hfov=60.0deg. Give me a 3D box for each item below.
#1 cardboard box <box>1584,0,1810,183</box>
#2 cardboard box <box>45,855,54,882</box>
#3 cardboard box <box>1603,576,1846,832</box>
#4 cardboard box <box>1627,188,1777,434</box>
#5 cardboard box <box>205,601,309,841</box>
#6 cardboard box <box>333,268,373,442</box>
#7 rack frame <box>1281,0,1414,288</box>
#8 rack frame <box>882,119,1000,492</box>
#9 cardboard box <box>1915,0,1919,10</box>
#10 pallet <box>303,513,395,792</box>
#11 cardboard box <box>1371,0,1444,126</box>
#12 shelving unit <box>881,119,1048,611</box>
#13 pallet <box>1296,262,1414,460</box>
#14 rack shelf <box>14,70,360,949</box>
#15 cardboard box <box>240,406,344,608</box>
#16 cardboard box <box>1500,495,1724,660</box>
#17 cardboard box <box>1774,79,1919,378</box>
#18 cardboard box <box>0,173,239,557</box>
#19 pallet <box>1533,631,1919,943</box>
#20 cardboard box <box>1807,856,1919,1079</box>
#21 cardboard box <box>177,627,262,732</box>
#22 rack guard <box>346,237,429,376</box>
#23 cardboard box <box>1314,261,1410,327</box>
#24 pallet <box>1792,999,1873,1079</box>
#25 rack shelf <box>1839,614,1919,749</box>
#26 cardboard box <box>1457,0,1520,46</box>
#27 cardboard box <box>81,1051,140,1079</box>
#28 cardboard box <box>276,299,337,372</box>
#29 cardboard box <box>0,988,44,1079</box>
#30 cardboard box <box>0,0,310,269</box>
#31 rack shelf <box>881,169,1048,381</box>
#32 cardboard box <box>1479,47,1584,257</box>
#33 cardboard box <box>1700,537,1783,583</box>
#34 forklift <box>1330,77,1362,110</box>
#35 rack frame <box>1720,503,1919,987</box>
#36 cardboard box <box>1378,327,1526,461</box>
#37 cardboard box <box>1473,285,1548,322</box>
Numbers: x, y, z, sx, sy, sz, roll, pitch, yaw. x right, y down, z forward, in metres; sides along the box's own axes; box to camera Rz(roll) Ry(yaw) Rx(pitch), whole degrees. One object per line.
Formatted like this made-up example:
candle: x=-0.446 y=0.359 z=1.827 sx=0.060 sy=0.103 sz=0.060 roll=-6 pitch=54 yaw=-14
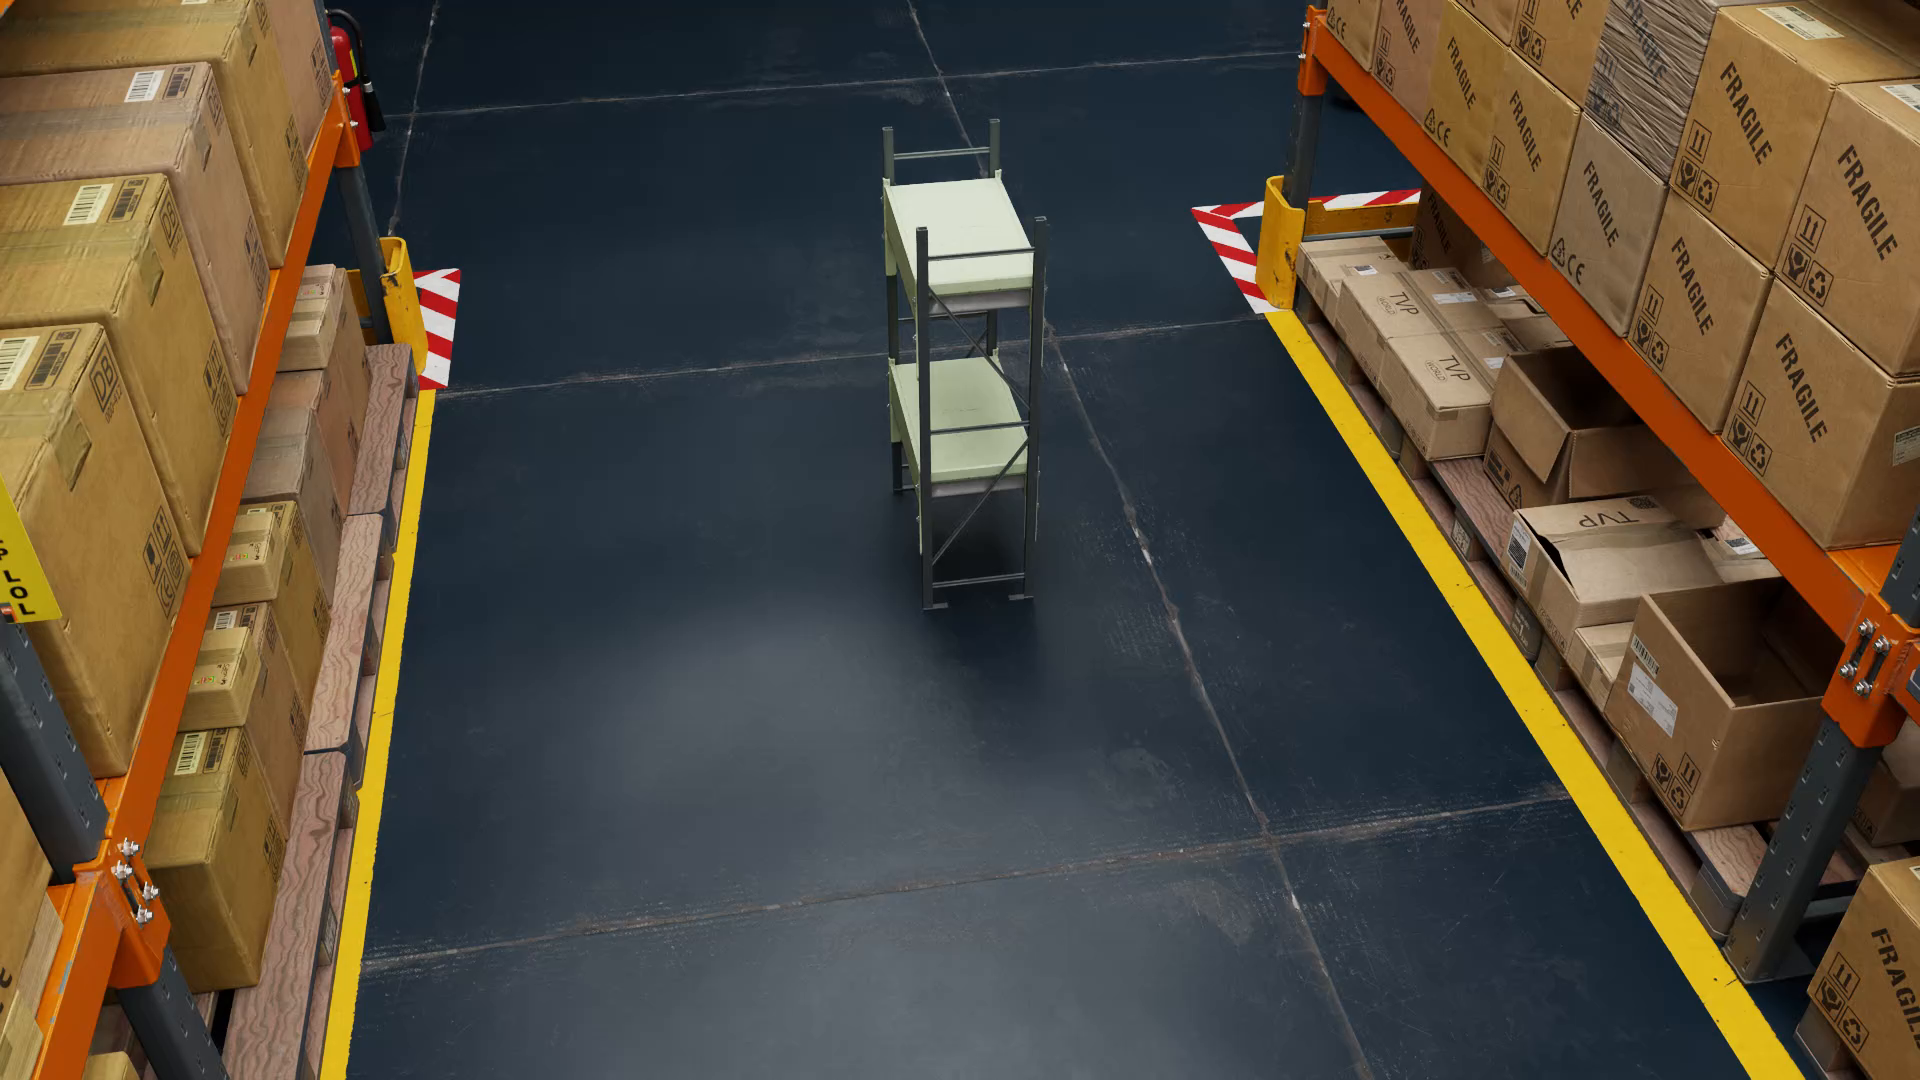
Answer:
cardboard box: x=2.146 y=-1.353 z=4.650 sx=0.500 sy=0.500 sz=0.500 roll=-6 pitch=38 yaw=-8
cardboard box: x=-2.407 y=0.719 z=4.046 sx=0.380 sy=0.149 sz=0.250 roll=-6 pitch=38 yaw=-8
cardboard box: x=2.291 y=0.472 z=4.876 sx=0.500 sy=0.500 sz=0.500 roll=-6 pitch=38 yaw=-8
cardboard box: x=2.238 y=-0.653 z=4.564 sx=0.500 sy=0.500 sz=0.500 roll=-5 pitch=38 yaw=-7
cardboard box: x=-2.321 y=0.562 z=4.777 sx=0.700 sy=0.500 sz=0.500 roll=-7 pitch=38 yaw=-8
cardboard box: x=-2.687 y=-0.675 z=6.370 sx=0.700 sy=0.500 sz=0.500 roll=-6 pitch=38 yaw=-8
rack frame: x=1.969 y=-2.444 z=6.951 sx=1.000 sy=3.000 sz=0.127 roll=-6 pitch=38 yaw=-8
rack frame: x=-0.063 y=-0.809 z=6.069 sx=0.400 sy=1.500 sz=0.023 roll=-6 pitch=38 yaw=-8
cardboard box: x=2.773 y=-1.089 z=4.310 sx=0.500 sy=0.500 sz=0.500 roll=-7 pitch=38 yaw=-9
pallet: x=-2.480 y=0.402 z=5.560 sx=1.003 sy=0.211 sz=1.213 roll=-6 pitch=38 yaw=-8
cardboard box: x=1.882 y=-1.876 z=6.138 sx=0.500 sy=0.500 sz=0.500 roll=-7 pitch=38 yaw=-8
shelving unit: x=0.001 y=-0.588 z=5.785 sx=0.431 sy=1.500 sz=0.755 roll=-6 pitch=38 yaw=-8
pallet: x=2.123 y=-0.815 z=7.127 sx=1.003 sy=0.211 sz=1.213 roll=-6 pitch=38 yaw=-8
rack shelf: x=-2.557 y=-0.417 z=4.928 sx=1.077 sy=0.370 sz=4.000 roll=-6 pitch=38 yaw=-8
cardboard box: x=-2.510 y=-0.069 z=5.590 sx=0.700 sy=0.500 sz=0.500 roll=-7 pitch=38 yaw=-9
cardboard box: x=2.159 y=0.094 z=5.517 sx=0.500 sy=0.311 sz=0.500 roll=-6 pitch=38 yaw=-8
cardboard box: x=2.326 y=-0.740 z=3.861 sx=0.500 sy=0.500 sz=0.500 roll=-6 pitch=38 yaw=-8
cardboard box: x=-2.408 y=-0.382 z=4.052 sx=0.980 sy=0.700 sz=0.700 roll=-7 pitch=38 yaw=-9
pallet: x=2.550 y=0.659 z=5.230 sx=1.003 sy=0.211 sz=1.213 roll=-6 pitch=38 yaw=-8
cardboard box: x=2.515 y=1.104 z=4.063 sx=0.500 sy=0.500 sz=0.500 roll=-8 pitch=39 yaw=-10
cardboard box: x=-2.117 y=0.383 z=4.478 sx=0.380 sy=0.149 sz=0.250 roll=-5 pitch=38 yaw=-6
rack guard: x=-2.912 y=-0.936 z=7.047 sx=1.175 sy=0.500 sz=0.348 roll=-6 pitch=38 yaw=-8
cardboard box: x=1.747 y=-1.058 z=7.117 sx=0.380 sy=0.166 sz=0.250 roll=-6 pitch=38 yaw=-8
pallet: x=2.850 y=1.561 z=4.069 sx=1.003 sy=0.211 sz=1.213 roll=-6 pitch=38 yaw=-8
rack shelf: x=3.020 y=1.464 z=2.507 sx=1.077 sy=0.370 sz=4.000 roll=-6 pitch=38 yaw=-8
cardboard box: x=1.969 y=-1.964 z=5.437 sx=0.500 sy=0.500 sz=0.500 roll=-6 pitch=38 yaw=-7
cardboard box: x=-1.965 y=1.569 z=3.195 sx=0.750 sy=0.750 sz=0.750 roll=-6 pitch=38 yaw=-7
cardboard box: x=-2.439 y=-0.719 z=5.897 sx=0.380 sy=0.149 sz=0.250 roll=-5 pitch=38 yaw=-7
cardboard box: x=-1.801 y=0.922 z=2.806 sx=0.380 sy=0.149 sz=0.250 roll=-6 pitch=38 yaw=-7
cardboard box: x=-2.670 y=-1.282 z=5.211 sx=0.980 sy=0.700 sz=0.700 roll=-7 pitch=38 yaw=-8
rack shelf: x=0.001 y=-0.896 z=5.545 sx=0.431 sy=0.370 sz=0.720 roll=-6 pitch=38 yaw=-8
cardboard box: x=2.054 y=-1.270 z=5.359 sx=0.500 sy=0.500 sz=0.500 roll=-6 pitch=38 yaw=-7
cardboard box: x=2.648 y=0.119 z=5.602 sx=0.380 sy=0.166 sz=0.250 roll=-6 pitch=38 yaw=-8
forklift: x=3.652 y=-3.516 z=8.387 sx=3.031 sy=2.935 sz=1.130 roll=15 pitch=40 yaw=18
rack frame: x=2.670 y=-0.028 z=3.841 sx=1.000 sy=3.000 sz=0.127 roll=-6 pitch=38 yaw=-8
cardboard box: x=1.960 y=-0.569 z=6.420 sx=0.500 sy=0.250 sz=0.500 roll=-6 pitch=38 yaw=-8
cardboard box: x=2.289 y=-0.942 z=6.969 sx=0.380 sy=0.166 sz=0.250 roll=-6 pitch=38 yaw=-8
